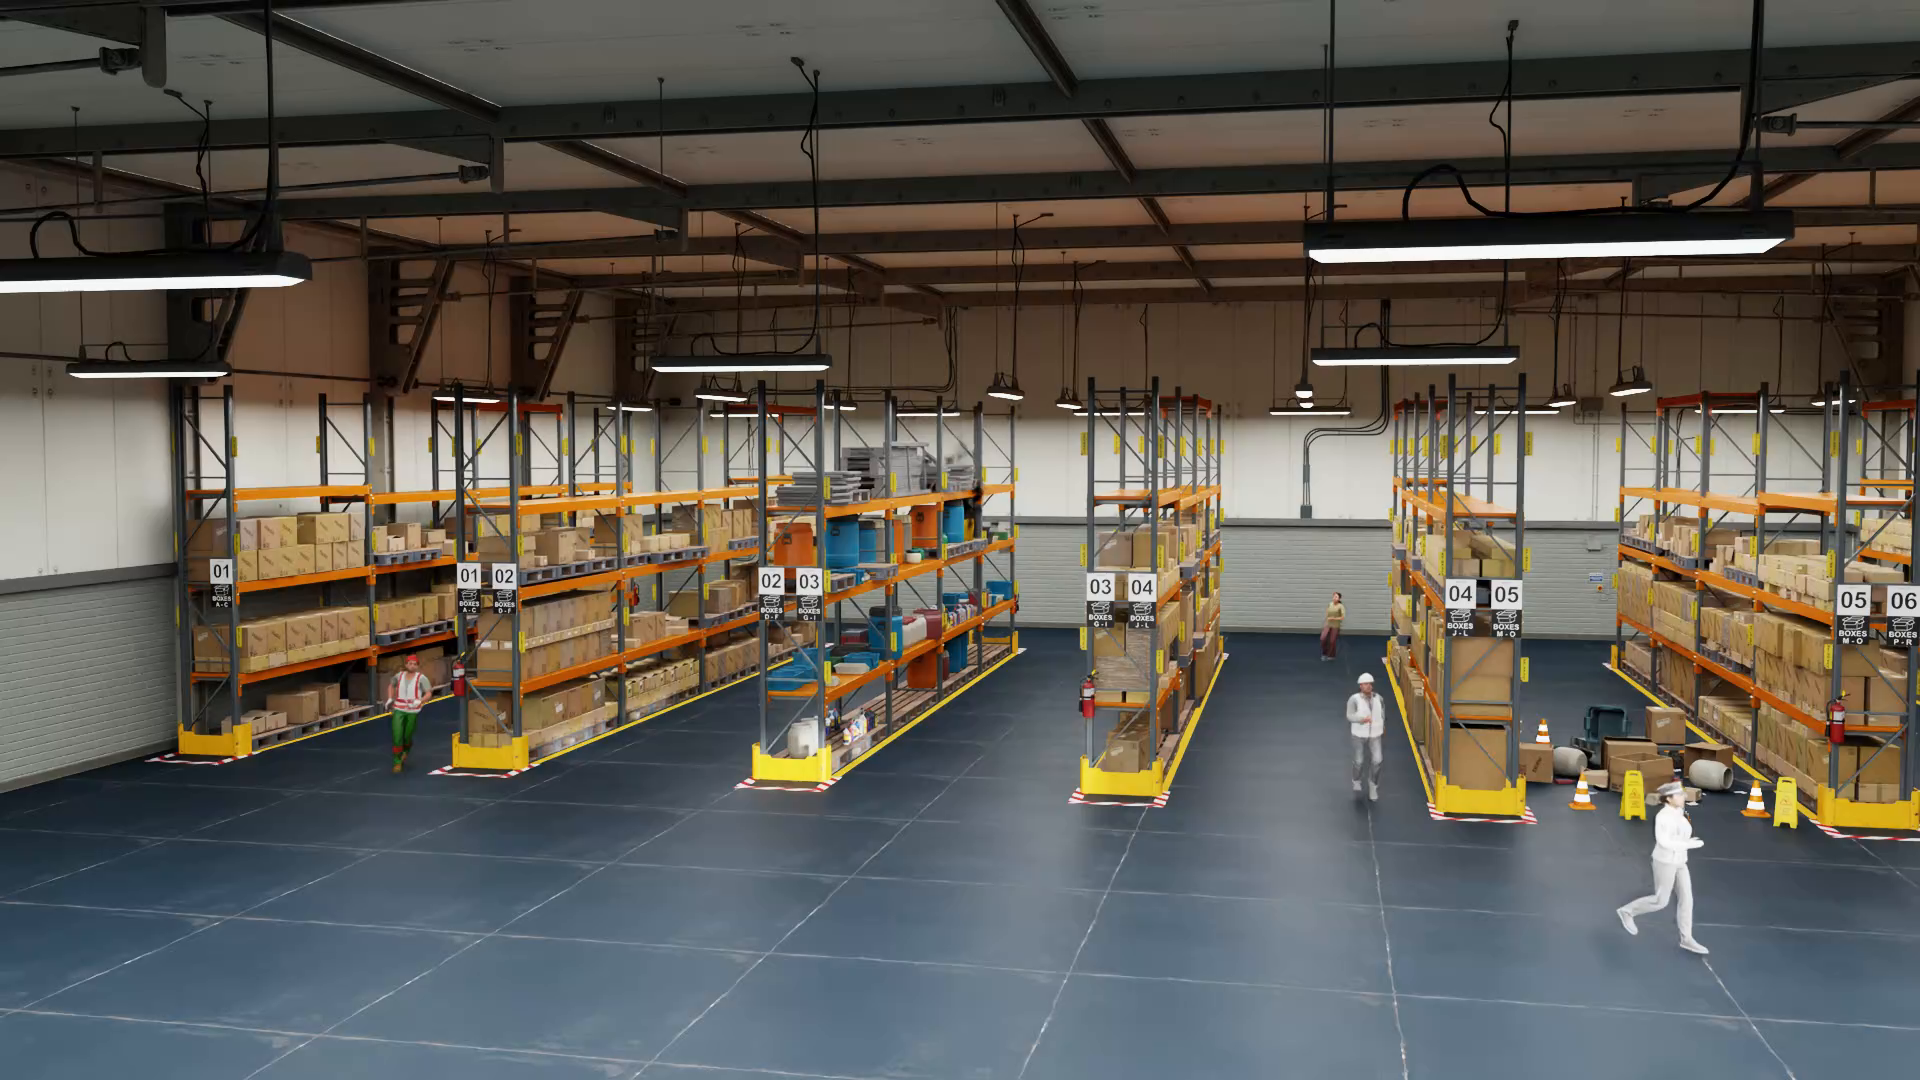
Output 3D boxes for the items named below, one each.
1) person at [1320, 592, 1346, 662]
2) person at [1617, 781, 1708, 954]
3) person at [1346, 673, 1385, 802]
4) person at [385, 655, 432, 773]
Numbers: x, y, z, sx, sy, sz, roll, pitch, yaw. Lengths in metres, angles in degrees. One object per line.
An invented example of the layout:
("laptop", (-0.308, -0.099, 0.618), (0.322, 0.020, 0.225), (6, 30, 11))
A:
("person", (8.704, 2.022, 38.645), (0.603, 1.652, 0.622), (2, 4, 37))
("person", (7.039, 3.216, 16.584), (0.612, 1.670, 0.886), (-3, 4, -44))
("person", (5.784, 2.799, 23.652), (0.620, 1.823, 0.827), (0, 3, 0))
("person", (-8.581, 2.672, 25.892), (0.699, 1.778, 0.842), (-1, 3, -11))
